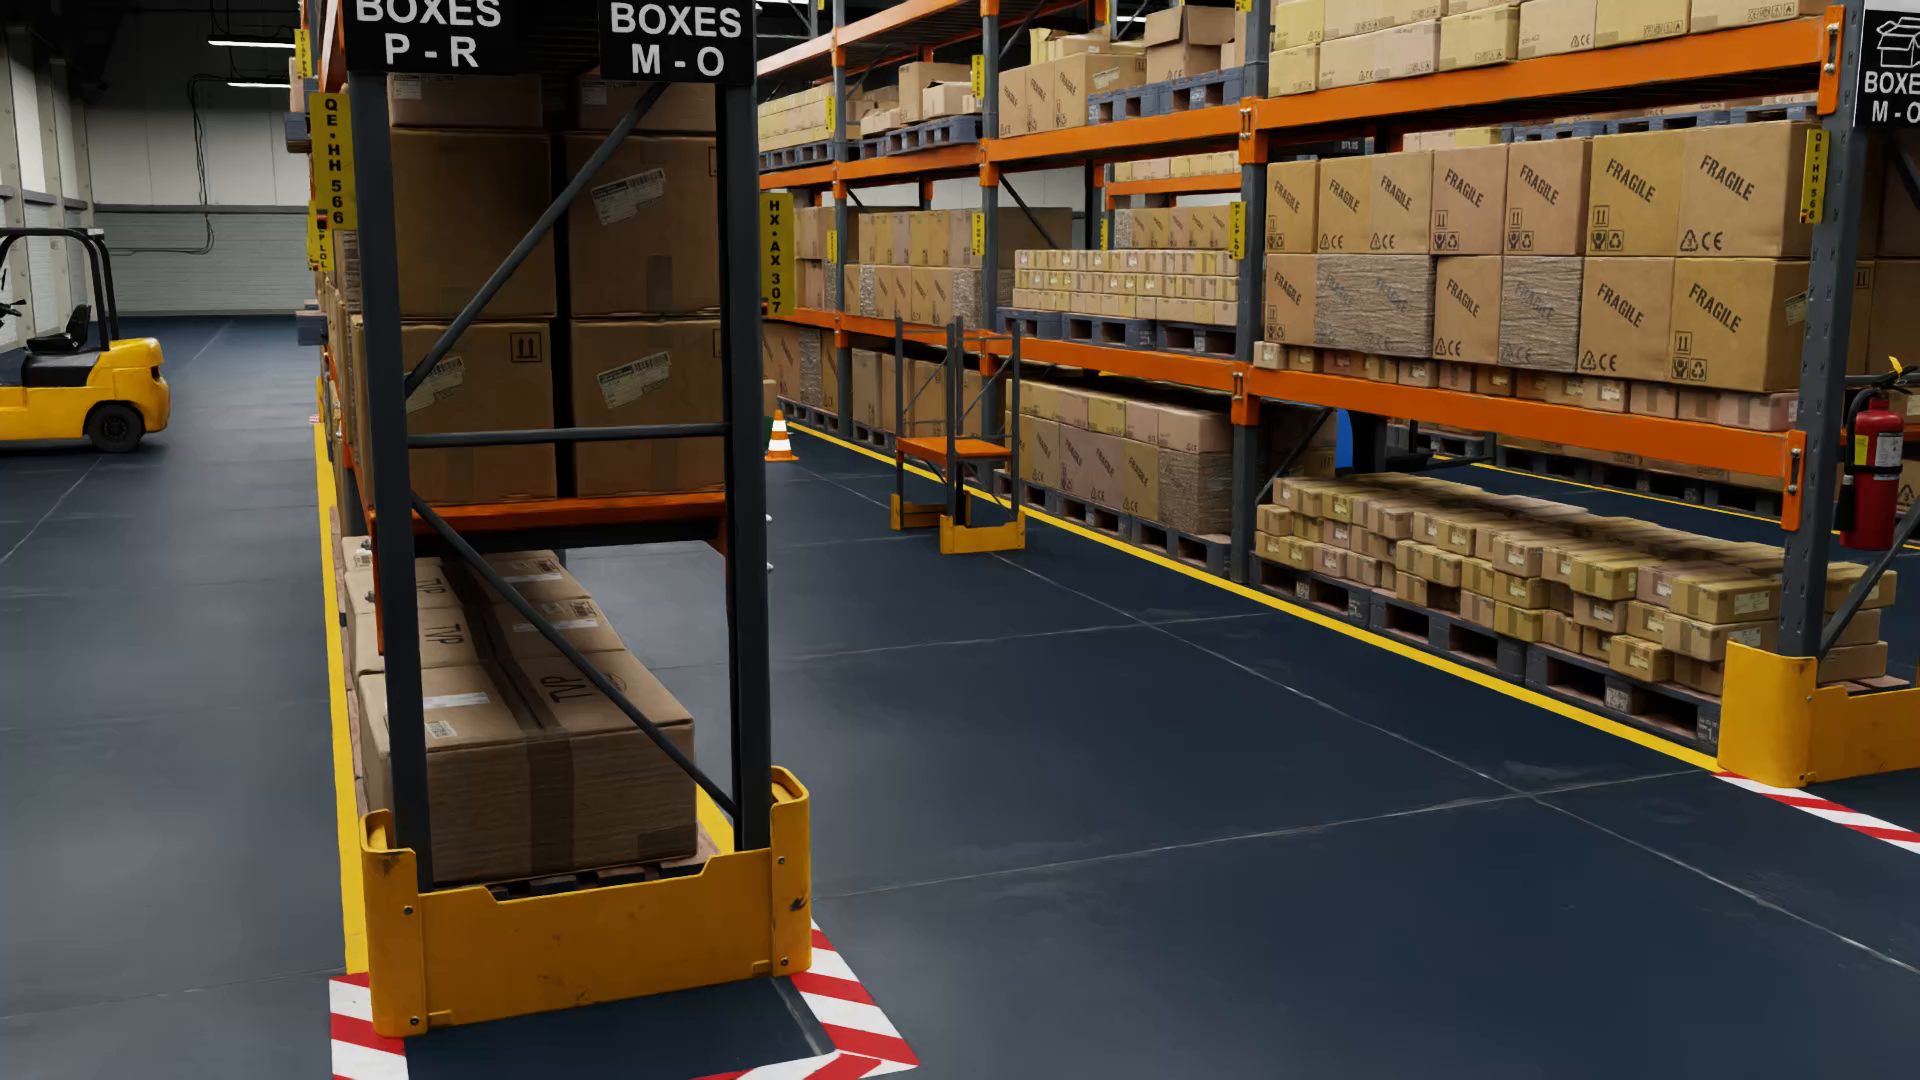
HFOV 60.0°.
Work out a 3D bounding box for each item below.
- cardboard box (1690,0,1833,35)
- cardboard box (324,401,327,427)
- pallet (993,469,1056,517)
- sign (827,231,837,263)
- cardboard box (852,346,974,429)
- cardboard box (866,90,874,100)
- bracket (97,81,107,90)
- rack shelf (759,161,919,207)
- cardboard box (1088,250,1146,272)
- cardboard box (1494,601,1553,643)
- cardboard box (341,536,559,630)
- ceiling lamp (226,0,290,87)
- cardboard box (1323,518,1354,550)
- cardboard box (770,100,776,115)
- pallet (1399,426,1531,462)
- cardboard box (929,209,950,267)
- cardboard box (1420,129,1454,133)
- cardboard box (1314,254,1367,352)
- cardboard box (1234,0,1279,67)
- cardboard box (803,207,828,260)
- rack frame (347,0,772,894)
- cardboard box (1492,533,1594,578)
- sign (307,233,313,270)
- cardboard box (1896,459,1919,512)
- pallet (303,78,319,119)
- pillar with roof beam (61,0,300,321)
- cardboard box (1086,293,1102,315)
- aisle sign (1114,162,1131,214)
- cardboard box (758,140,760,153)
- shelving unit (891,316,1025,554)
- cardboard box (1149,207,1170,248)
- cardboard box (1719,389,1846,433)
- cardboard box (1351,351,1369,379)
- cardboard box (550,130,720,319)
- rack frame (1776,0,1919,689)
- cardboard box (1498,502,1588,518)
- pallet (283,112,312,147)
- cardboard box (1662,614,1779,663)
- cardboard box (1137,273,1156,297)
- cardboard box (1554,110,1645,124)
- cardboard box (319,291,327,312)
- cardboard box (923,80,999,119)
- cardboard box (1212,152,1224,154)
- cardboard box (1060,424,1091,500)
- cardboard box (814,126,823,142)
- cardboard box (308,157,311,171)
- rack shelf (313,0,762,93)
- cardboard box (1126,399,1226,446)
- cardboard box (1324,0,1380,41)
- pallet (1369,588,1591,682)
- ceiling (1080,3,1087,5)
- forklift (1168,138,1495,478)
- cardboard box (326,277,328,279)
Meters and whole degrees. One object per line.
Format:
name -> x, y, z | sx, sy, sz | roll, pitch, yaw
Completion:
cardboard box -> 3.151, -2.059, 6.292 | 0.500, 0.250, 0.500 | -4, 11, -22
cardboard box -> -6.030, -1.245, 16.507 | 0.500, 0.250, 0.500 | -4, 11, -22
pallet -> 0.946, -0.404, 13.087 | 1.003, 0.211, 1.213 | -4, 11, -21
sign -> -1.302, -2.987, 16.948 | 0.100, 0.325, 0.005 | -4, 11, -21
cardboard box -> -0.477, -1.561, 16.853 | 1.050, 0.750, 0.750 | -4, 11, -21
cardboard box -> -0.786, -4.723, 17.796 | 0.380, 0.149, 0.250 | -4, 11, -21
bracket -> -23.575, -12.493, 45.678 | 0.235, 0.232, 0.430 | -4, 11, -21
rack shelf -> -1.511, -4.006, 18.866 | 1.077, 0.370, 4.000 | -4, 11, -21
cardboard box -> 1.128, -1.978, 11.794 | 0.380, 0.149, 0.250 | -4, 11, -19
cardboard box -> 2.722, 0.365, 7.747 | 0.380, 0.149, 0.250 | -4, 11, -23
cardboard box -> -2.336, 0.243, 7.604 | 0.875, 0.438, 0.875 | -4, 11, -22
ceiling lamp -> -17.069, -12.788, 40.948 | 2.000, 3.185, 0.800 | -4, 11, -21
cardboard box -> 2.244, -0.048, 9.219 | 0.380, 0.149, 0.250 | -4, 11, -21
cardboard box -> -1.951, -4.929, 18.958 | 0.380, 0.149, 0.250 | -4, 11, -22
pallet -> 5.041, -0.957, 16.199 | 1.003, 0.211, 1.213 | -4, 11, -21
cardboard box -> 0.138, -2.686, 14.813 | 0.700, 0.500, 0.500 | -4, 11, -22
cardboard box -> 4.721, -4.120, 15.737 | 0.500, 0.500, 0.500 | -4, 11, -21
cardboard box -> 2.244, -1.270, 8.859 | 0.500, 0.500, 0.500 | -4, 11, -21
cardboard box -> 2.078, -3.053, 9.968 | 0.700, 0.500, 0.500 | -4, 11, -21
cardboard box -> -1.195, -3.307, 17.937 | 0.875, 0.550, 0.550 | -4, 11, -21
rack frame -> -1.014, -0.268, 4.360 | 1.000, 3.000, 0.127 | -4, 11, -21
cardboard box -> 2.701, 0.070, 7.705 | 0.380, 0.149, 0.250 | -3, 11, -19
sign -> -5.866, -2.617, 15.095 | 0.100, 0.325, 0.005 | -4, 11, -21
cardboard box -> 6.937, -0.597, 11.081 | 0.875, 0.875, 0.875 | -4, 11, -21
pallet -> -3.630, -2.856, 10.883 | 1.213, 0.211, 1.003 | -3, 11, -18
pillar with roof beam -> -18.884, -10.516, 44.847 | 9.100, 9.000, 0.548 | -4, 11, -21
cardboard box -> 1.120, -1.685, 11.847 | 0.380, 0.149, 0.250 | -4, 11, -20
aisle sign -> 2.122, -4.779, 22.300 | 0.394, 0.787, 0.004 | -4, 11, -21
cardboard box -> -2.227, -4.660, 19.722 | 0.380, 0.149, 0.250 | -4, 11, -21
shelving unit -> -0.028, -0.751, 11.359 | 0.587, 1.500, 1.083 | -4, 11, -21
cardboard box -> 2.727, -3.926, 20.934 | 0.500, 0.500, 0.500 | -4, 11, -21
cardboard box -> 3.181, -0.510, 6.439 | 0.380, 0.149, 0.250 | -4, 11, -21
cardboard box -> 2.312, -0.938, 8.847 | 0.380, 0.149, 0.250 | -4, 11, -23
cardboard box -> -0.923, -0.906, 4.806 | 0.500, 0.500, 0.500 | -4, 11, -22
rack frame -> 3.563, -0.598, 6.219 | 1.000, 3.000, 0.127 | -4, 11, -21
cardboard box -> 3.026, -0.098, 8.646 | 0.380, 0.149, 0.250 | -4, 11, -23
pallet -> -4.860, -3.334, 13.570 | 1.213, 0.211, 1.003 | -4, 11, -21
cardboard box -> 3.106, 0.384, 6.788 | 0.380, 0.149, 0.250 | -4, 11, -22
cardboard box -> 1.405, -1.704, 11.102 | 0.380, 0.149, 0.250 | -5, 11, -24
cardboard box -> 5.611, -3.842, 14.394 | 0.797, 0.503, 0.637 | -3, 11, -18
cardboard box -> -4.549, -1.773, 12.339 | 0.380, 0.149, 0.250 | -4, 11, -21
cardboard box -> 0.005, -3.745, 14.112 | 0.500, 0.311, 0.500 | -4, 11, -21
cardboard box -> 3.179, -4.618, 19.539 | 0.380, 0.149, 0.250 | -4, 11, -23
cardboard box -> 1.058, -0.583, 12.073 | 0.500, 0.500, 0.500 | -4, 11, -22
cardboard box -> -1.307, -4.246, 17.396 | 0.380, 0.149, 0.250 | -4, 11, -20
cardboard box -> -6.995, -4.158, 18.381 | 0.380, 0.149, 0.250 | -4, 11, -21
rack shelf -> -1.739, -1.717, 5.996 | 1.077, 0.370, 4.000 | -4, 11, -21
cardboard box -> 1.434, -0.787, 11.076 | 0.500, 0.250, 0.500 | -3, 11, -18
cardboard box -> 2.240, -2.725, 8.610 | 0.500, 0.250, 0.500 | -4, 11, -21
pallet -> 2.835, 0.428, 8.409 | 1.003, 0.211, 1.213 | -4, 11, -21
ceiling -> 1.944, -15.236, 45.683 | 6.000, 0.001, 6.000 | -4, 11, -21
forklift -> 3.106, -1.824, 13.303 | 3.031, 2.935, 1.130 | -7, 12, -34
cardboard box -> -3.604, -1.481, 10.181 | 0.500, 0.250, 0.500 | -4, 11, -21
